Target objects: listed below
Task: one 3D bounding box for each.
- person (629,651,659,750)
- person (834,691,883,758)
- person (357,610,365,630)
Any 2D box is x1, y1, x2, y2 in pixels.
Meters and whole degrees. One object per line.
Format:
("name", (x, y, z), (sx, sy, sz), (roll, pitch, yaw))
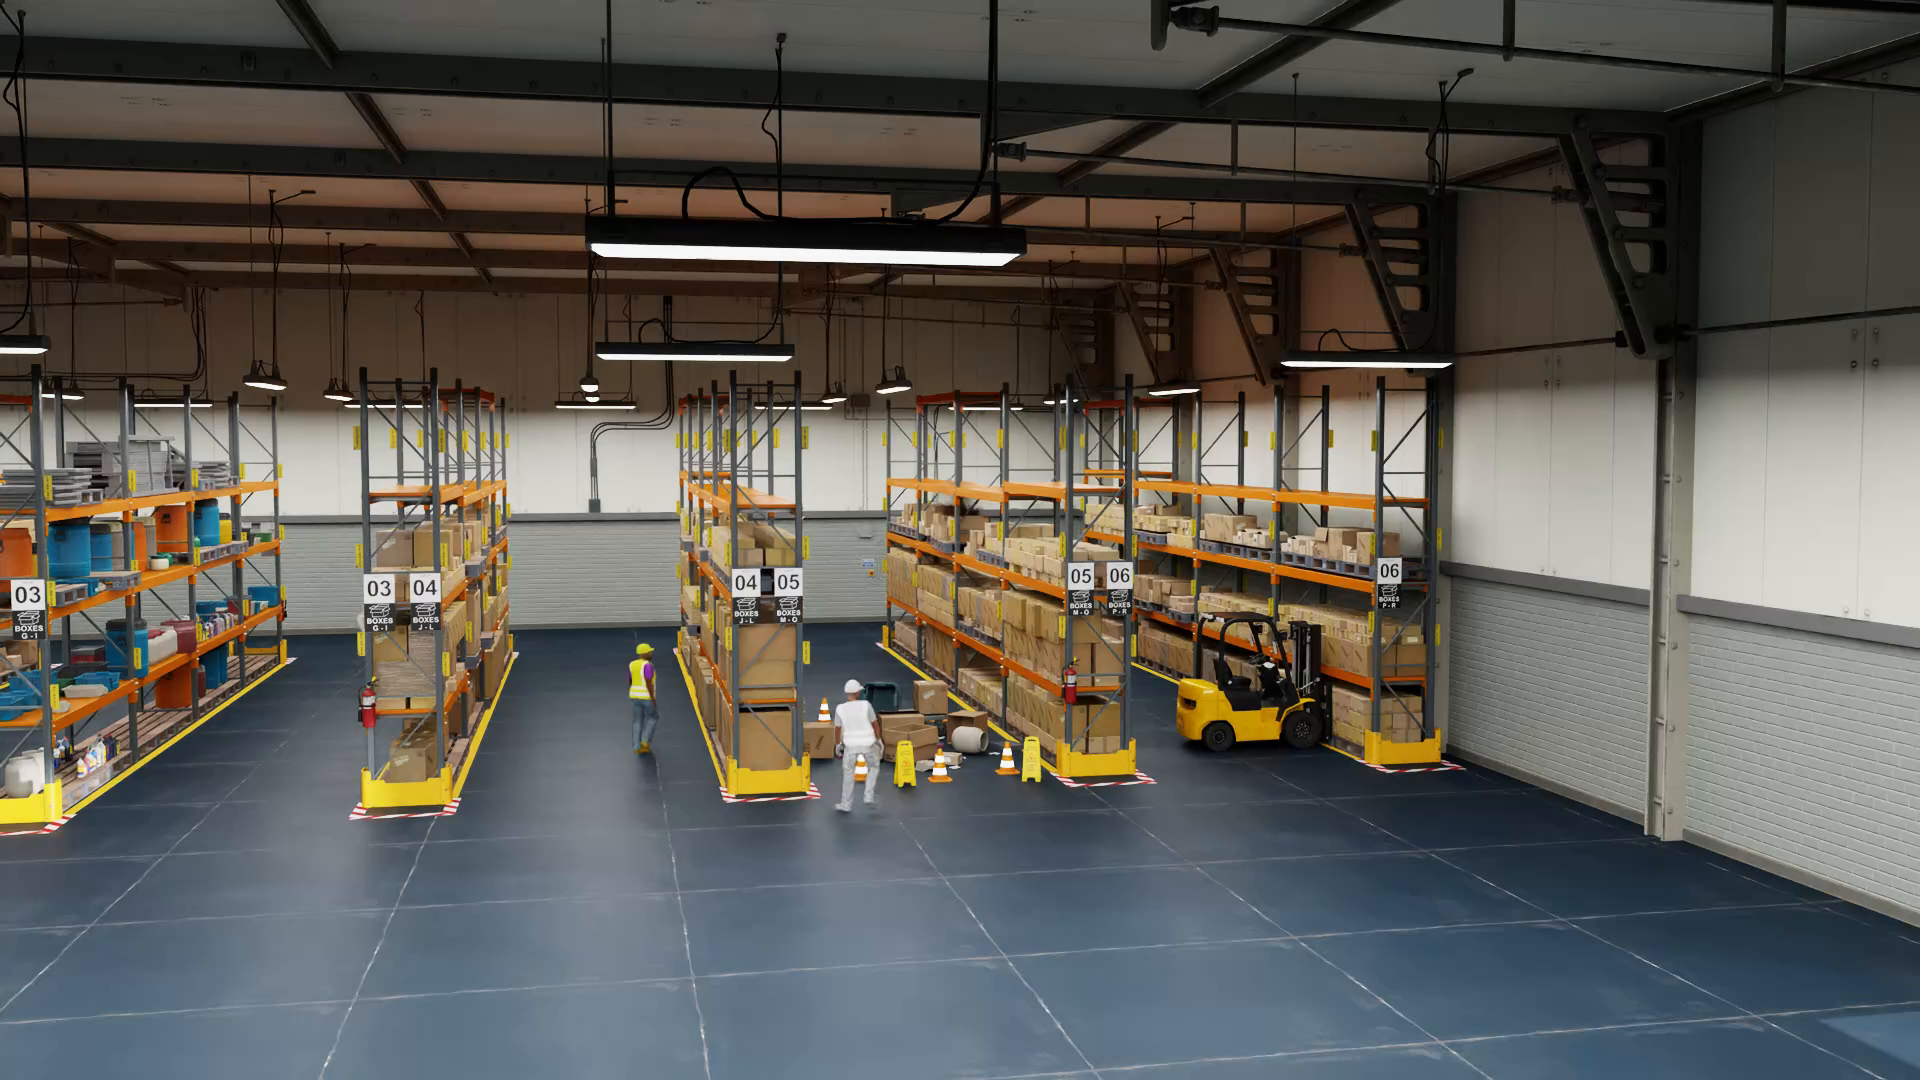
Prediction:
("person", (-5.070, 2.524, 26.816), (0.627, 1.644, 0.649), (1, 4, 19))
("person", (-1.363, 2.434, 22.389), (0.657, 1.044, 0.391), (0, 3, -1))
("person", (-12.592, 1.608, 35.624), (0.648, 0.781, 0.365), (-1, 3, -11))
